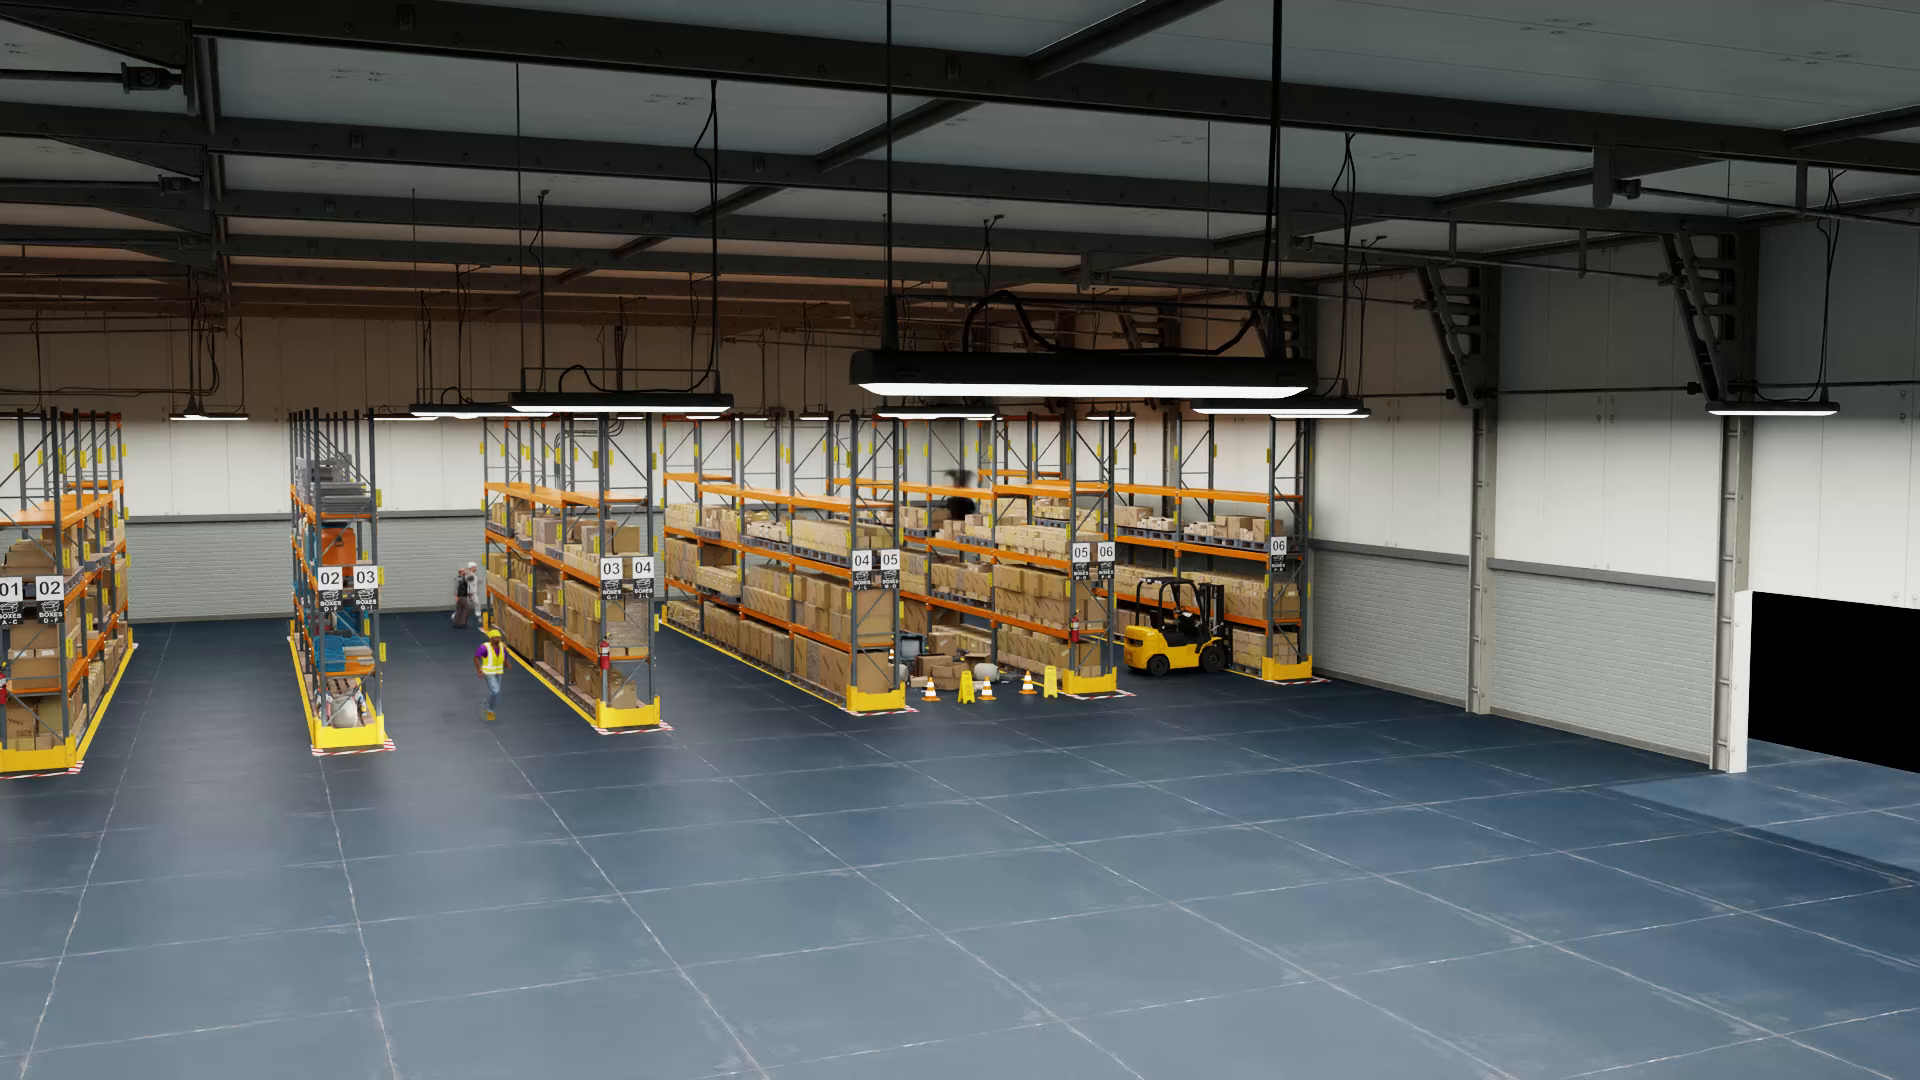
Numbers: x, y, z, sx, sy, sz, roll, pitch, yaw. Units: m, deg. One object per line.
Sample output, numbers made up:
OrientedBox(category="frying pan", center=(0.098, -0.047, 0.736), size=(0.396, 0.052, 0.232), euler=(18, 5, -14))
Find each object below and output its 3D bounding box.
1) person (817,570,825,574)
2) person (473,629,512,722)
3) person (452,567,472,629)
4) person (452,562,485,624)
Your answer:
OrientedBox(category="person", center=(-3.651, 1.616, 45.995), size=(0.860, 1.752, 0.643), euler=(2, 5, 32))
OrientedBox(category="person", center=(-9.023, 2.618, 32.143), size=(0.819, 1.799, 0.615), euler=(3, 5, 38))
OrientedBox(category="person", center=(-13.947, 1.627, 46.530), size=(0.569, 1.727, 0.616), euler=(-1, 4, -16))
OrientedBox(category="person", center=(-13.819, 1.507, 46.944), size=(1.007, 1.775, 0.656), euler=(-2, 4, -23))
